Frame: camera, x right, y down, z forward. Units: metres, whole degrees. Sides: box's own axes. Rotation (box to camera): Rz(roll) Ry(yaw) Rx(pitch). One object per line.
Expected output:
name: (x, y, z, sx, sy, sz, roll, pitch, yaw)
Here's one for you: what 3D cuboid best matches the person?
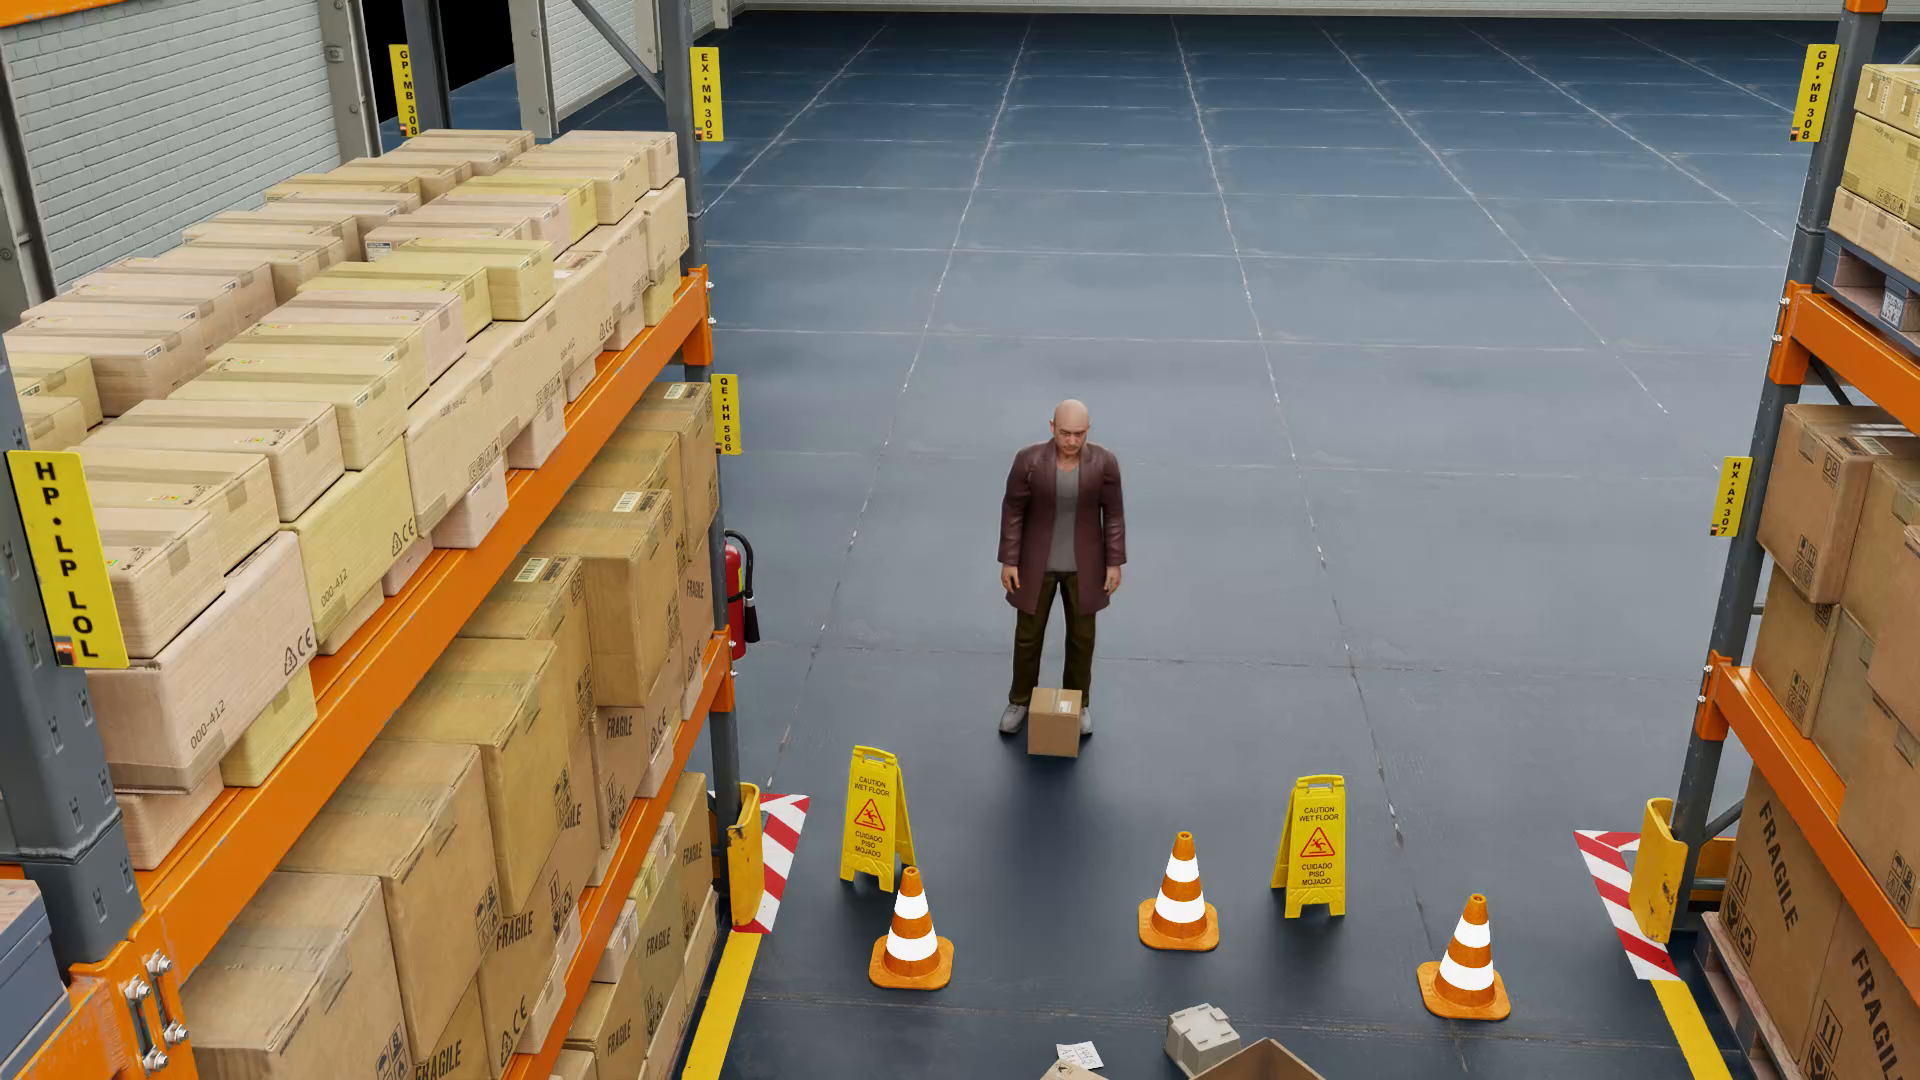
person: (0.512, 0.126, 8.343, 0.651, 1.773, 0.427, 0, 24, 1)
